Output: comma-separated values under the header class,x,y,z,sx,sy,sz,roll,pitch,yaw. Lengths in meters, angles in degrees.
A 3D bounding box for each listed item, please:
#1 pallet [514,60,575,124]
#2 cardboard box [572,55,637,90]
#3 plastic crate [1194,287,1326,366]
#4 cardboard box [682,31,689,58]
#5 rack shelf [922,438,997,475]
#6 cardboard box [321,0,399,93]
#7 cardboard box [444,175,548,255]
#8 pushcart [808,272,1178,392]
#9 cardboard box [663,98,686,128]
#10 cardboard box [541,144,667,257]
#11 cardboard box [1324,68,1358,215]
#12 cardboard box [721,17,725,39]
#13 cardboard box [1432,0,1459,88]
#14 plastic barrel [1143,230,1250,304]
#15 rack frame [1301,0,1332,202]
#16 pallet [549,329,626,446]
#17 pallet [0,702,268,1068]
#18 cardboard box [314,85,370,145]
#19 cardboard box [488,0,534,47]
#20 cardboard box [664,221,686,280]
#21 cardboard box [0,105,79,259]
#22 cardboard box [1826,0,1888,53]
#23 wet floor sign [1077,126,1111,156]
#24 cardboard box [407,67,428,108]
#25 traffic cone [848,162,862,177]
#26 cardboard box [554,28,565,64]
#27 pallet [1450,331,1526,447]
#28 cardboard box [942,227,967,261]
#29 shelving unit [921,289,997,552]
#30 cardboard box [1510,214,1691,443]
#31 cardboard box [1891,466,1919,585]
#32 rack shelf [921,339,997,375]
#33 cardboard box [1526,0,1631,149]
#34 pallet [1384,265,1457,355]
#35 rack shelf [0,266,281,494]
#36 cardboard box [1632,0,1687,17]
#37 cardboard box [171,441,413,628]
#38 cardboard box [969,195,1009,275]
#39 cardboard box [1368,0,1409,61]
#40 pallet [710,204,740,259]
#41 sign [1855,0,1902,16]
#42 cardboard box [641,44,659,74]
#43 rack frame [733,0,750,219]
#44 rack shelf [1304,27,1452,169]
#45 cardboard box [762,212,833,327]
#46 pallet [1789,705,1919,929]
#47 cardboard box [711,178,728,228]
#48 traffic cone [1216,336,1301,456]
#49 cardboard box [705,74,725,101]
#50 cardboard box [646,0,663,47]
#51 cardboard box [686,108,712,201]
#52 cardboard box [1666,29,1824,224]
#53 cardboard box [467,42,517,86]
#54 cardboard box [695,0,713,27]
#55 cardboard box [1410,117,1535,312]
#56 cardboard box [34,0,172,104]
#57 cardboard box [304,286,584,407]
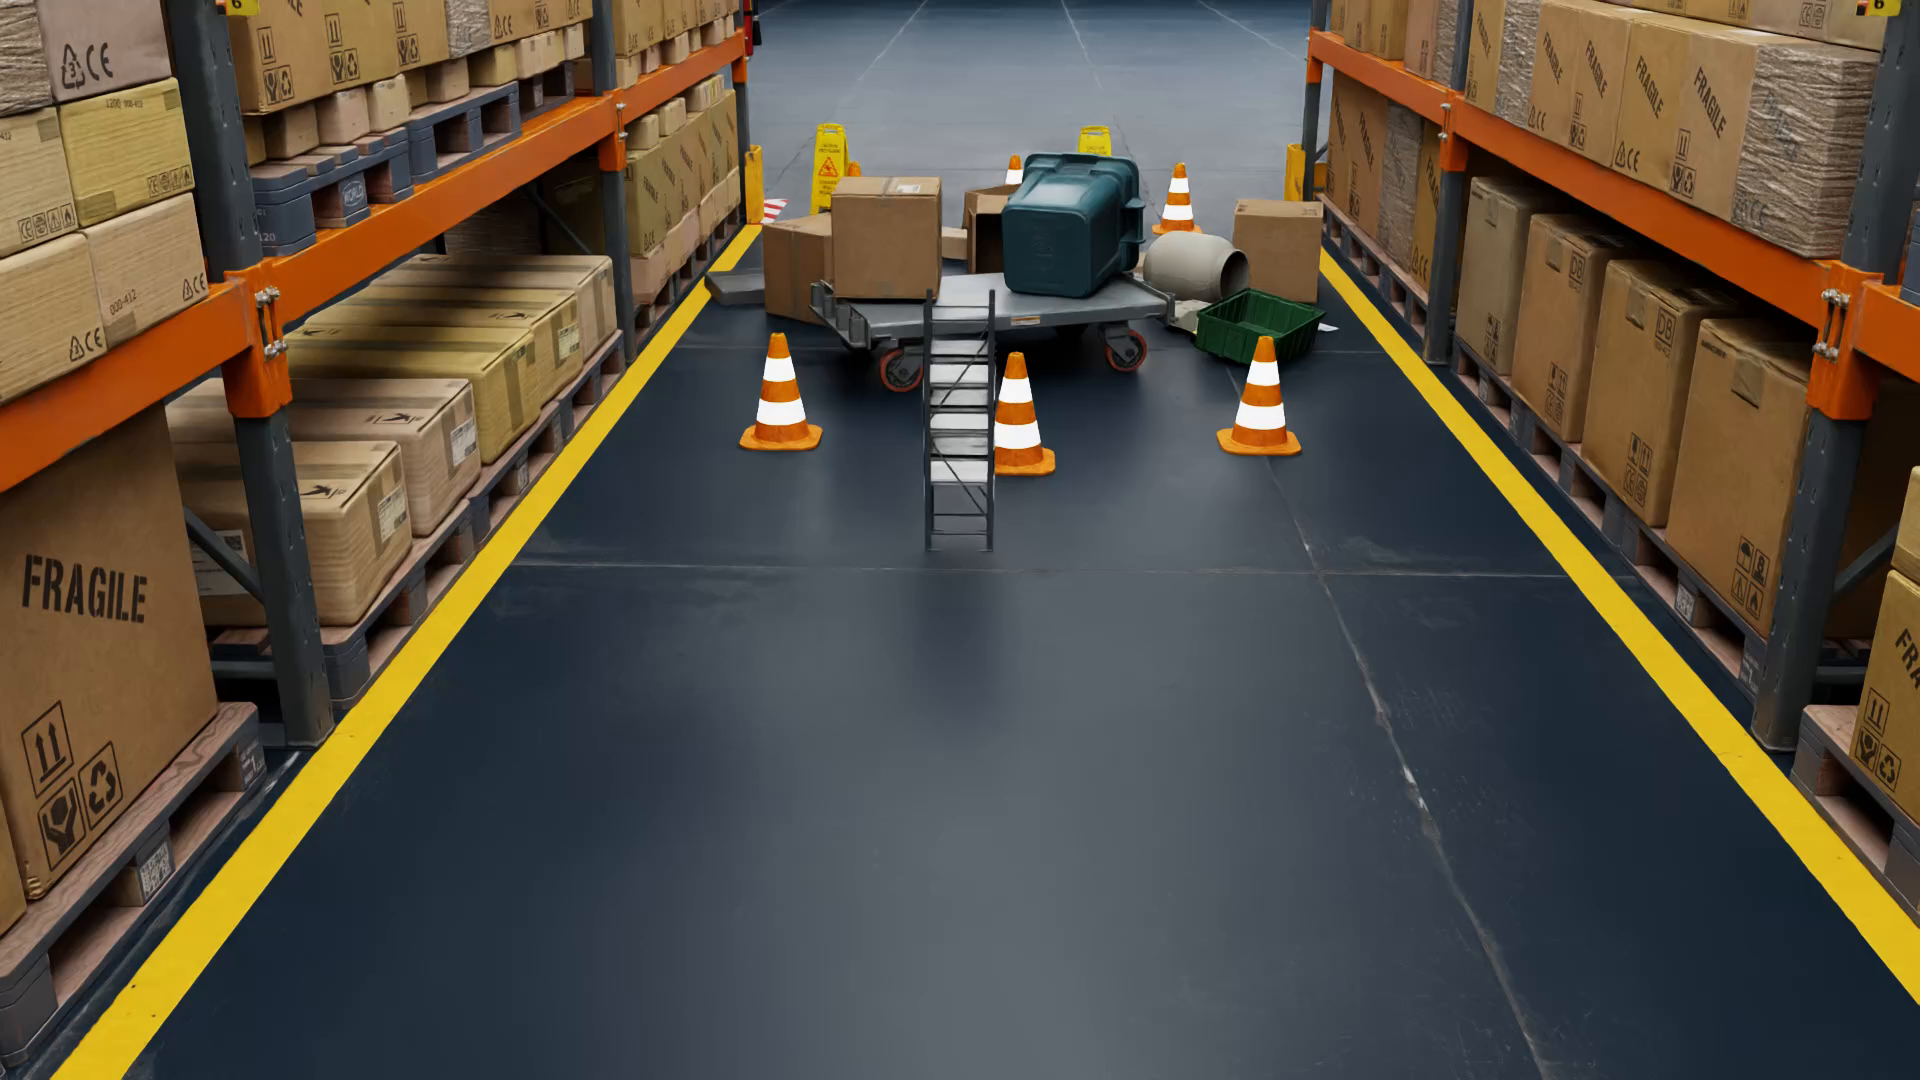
class,x,y,z,sx,sy,sz,roll,pitch,yaw
pallet,-2.298,-1.933,7.129,1.003,0.211,1.213,1,21,2
cardboard box,-1.799,-2.290,8.132,0.380,0.149,0.250,1,21,1
plastic crate,1.517,-1.072,8.454,0.450,0.188,0.662,23,29,25
cardboard box,-1.771,-2.844,9.560,0.380,0.149,0.250,1,21,1
rack shelf,0.000,-0.302,5.903,0.258,0.077,0.200,1,21,2
cardboard box,-1.997,-1.581,4.826,0.500,0.500,0.500,2,21,4
cardboard box,-2.379,-1.778,8.647,0.500,0.500,0.500,0,21,1
pushcart,0.151,-1.068,8.259,1.648,0.377,0.936,-7,22,-17
cardboard box,-1.758,-2.401,9.358,0.380,0.149,0.250,2,21,5
cardboard box,-1.841,-1.771,8.630,0.500,0.500,0.500,2,21,4
cardboard box,2.989,-2.685,11.158,0.875,0.875,0.875,1,21,2
cardboard box,-1.731,-3.303,10.743,0.380,0.149,0.250,0,21,1
cardboard box,2.821,-2.483,8.073,0.875,0.550,0.550,1,21,2
plastic barrel,1.323,-1.505,9.323,0.512,0.421,0.421,18,27,38
rack frame,2.943,-3.725,11.484,1.000,3.000,0.127,1,21,2
pallet,-2.151,-0.716,7.581,1.003,0.211,1.213,1,21,2
pallet,-2.350,0.733,3.847,1.003,0.211,1.213,1,21,2
cardboard box,-1.959,-1.245,4.858,0.380,0.149,0.250,-1,21,-2
cardboard box,-1.949,-2.143,6.275,0.500,0.500,0.500,1,21,3
cardboard box,-1.836,-1.615,9.264,0.500,0.250,0.500,2,21,5
cardboard box,-2.023,-0.651,3.075,0.500,0.250,0.500,0,21,0
cardboard box,2.724,-1.508,4.248,0.700,0.500,0.500,1,21,1
wet floor sign,0.965,-2.660,11.993,0.267,0.644,0.232,-3,21,-8
cardboard box,-2.031,-1.535,5.605,0.380,0.149,0.250,1,21,4
traffic cone,-0.731,-2.391,11.552,0.336,0.463,0.334,1,21,2
cardboard box,-1.895,-2.092,7.039,0.380,0.149,0.250,0,21,0
pallet,2.874,-0.699,7.540,1.003,0.211,1.213,1,21,2
cardboard box,-0.028,-1.918,10.768,0.380,0.149,0.250,13,25,29
shelving unit,0.000,-0.417,5.859,0.258,0.900,0.210,1,21,2
cardboard box,2.860,-0.852,6.608,1.050,0.750,0.750,1,21,2
cardboard box,2.437,0.034,3.634,0.500,0.250,0.500,0,21,-1
rack shelf,0.000,-0.637,5.773,0.258,0.077,0.200,1,21,2
cardboard box,2.504,-1.775,6.320,0.500,0.500,0.500,1,21,1
pallet,2.923,-1.253,8.967,1.003,0.211,1.213,1,21,2
rack shelf,-2.312,0.208,2.342,1.077,0.370,4.000,1,21,2
cardboard box,2.766,-2.061,5.674,0.700,0.500,0.500,0,21,1
cardboard box,-2.224,-0.026,5.001,0.950,0.372,0.625,-1,21,-2
cardboard box,0.449,-1.642,9.377,0.797,0.637,0.503,1,21,2
cardboard box,2.865,-3.068,9.583,0.875,0.550,0.500,1,21,2
pallet,-2.070,-2.123,11.208,1.003,0.211,1.213,1,21,2
sign,2.145,-1.378,3.832,0.100,0.325,0.005,1,21,2
cardboard box,-1.823,-2.568,8.847,0.380,0.149,0.250,1,21,3
rack frame,-2.007,-3.743,11.530,1.000,3.000,0.127,1,21,2
rack shelf,2.882,-2.667,9.750,1.077,0.370,4.000,1,21,2
cardboard box,-0.736,-1.505,9.214,0.500,0.500,0.500,18,27,38
pallet,2.675,0.750,3.805,1.003,0.211,1.213,1,21,2
cardboard box,-1.787,-2.175,10.708,0.500,0.250,0.500,1,21,2
traffic cone,1.272,-0.628,7.008,0.336,0.463,0.334,1,21,2
cardboard box,-1.715,-2.883,10.601,0.380,0.149,0.250,1,21,3
cardboard box,-1.845,-2.820,8.601,0.500,0.500,0.500,1,21,1
cardboard box,-1.806,-2.343,10.105,0.500,0.500,0.500,0,21,0
cardboard box,2.462,-1.226,4.903,0.500,0.500,0.500,1,21,2
cardboard box,-1.914,-1.818,6.334,0.380,0.149,0.250,1,21,2
cardboard box,-1.787,-3.368,10.012,0.500,0.500,0.500,1,21,1
cardboard box,2.911,-1.711,8.649,0.875,0.875,0.875,1,21,2
cardboard box,-2.005,-1.174,3.387,0.500,0.500,0.500,0,21,0
cardboard box,-2.161,-0.818,7.043,0.950,0.372,0.625,2,21,5
